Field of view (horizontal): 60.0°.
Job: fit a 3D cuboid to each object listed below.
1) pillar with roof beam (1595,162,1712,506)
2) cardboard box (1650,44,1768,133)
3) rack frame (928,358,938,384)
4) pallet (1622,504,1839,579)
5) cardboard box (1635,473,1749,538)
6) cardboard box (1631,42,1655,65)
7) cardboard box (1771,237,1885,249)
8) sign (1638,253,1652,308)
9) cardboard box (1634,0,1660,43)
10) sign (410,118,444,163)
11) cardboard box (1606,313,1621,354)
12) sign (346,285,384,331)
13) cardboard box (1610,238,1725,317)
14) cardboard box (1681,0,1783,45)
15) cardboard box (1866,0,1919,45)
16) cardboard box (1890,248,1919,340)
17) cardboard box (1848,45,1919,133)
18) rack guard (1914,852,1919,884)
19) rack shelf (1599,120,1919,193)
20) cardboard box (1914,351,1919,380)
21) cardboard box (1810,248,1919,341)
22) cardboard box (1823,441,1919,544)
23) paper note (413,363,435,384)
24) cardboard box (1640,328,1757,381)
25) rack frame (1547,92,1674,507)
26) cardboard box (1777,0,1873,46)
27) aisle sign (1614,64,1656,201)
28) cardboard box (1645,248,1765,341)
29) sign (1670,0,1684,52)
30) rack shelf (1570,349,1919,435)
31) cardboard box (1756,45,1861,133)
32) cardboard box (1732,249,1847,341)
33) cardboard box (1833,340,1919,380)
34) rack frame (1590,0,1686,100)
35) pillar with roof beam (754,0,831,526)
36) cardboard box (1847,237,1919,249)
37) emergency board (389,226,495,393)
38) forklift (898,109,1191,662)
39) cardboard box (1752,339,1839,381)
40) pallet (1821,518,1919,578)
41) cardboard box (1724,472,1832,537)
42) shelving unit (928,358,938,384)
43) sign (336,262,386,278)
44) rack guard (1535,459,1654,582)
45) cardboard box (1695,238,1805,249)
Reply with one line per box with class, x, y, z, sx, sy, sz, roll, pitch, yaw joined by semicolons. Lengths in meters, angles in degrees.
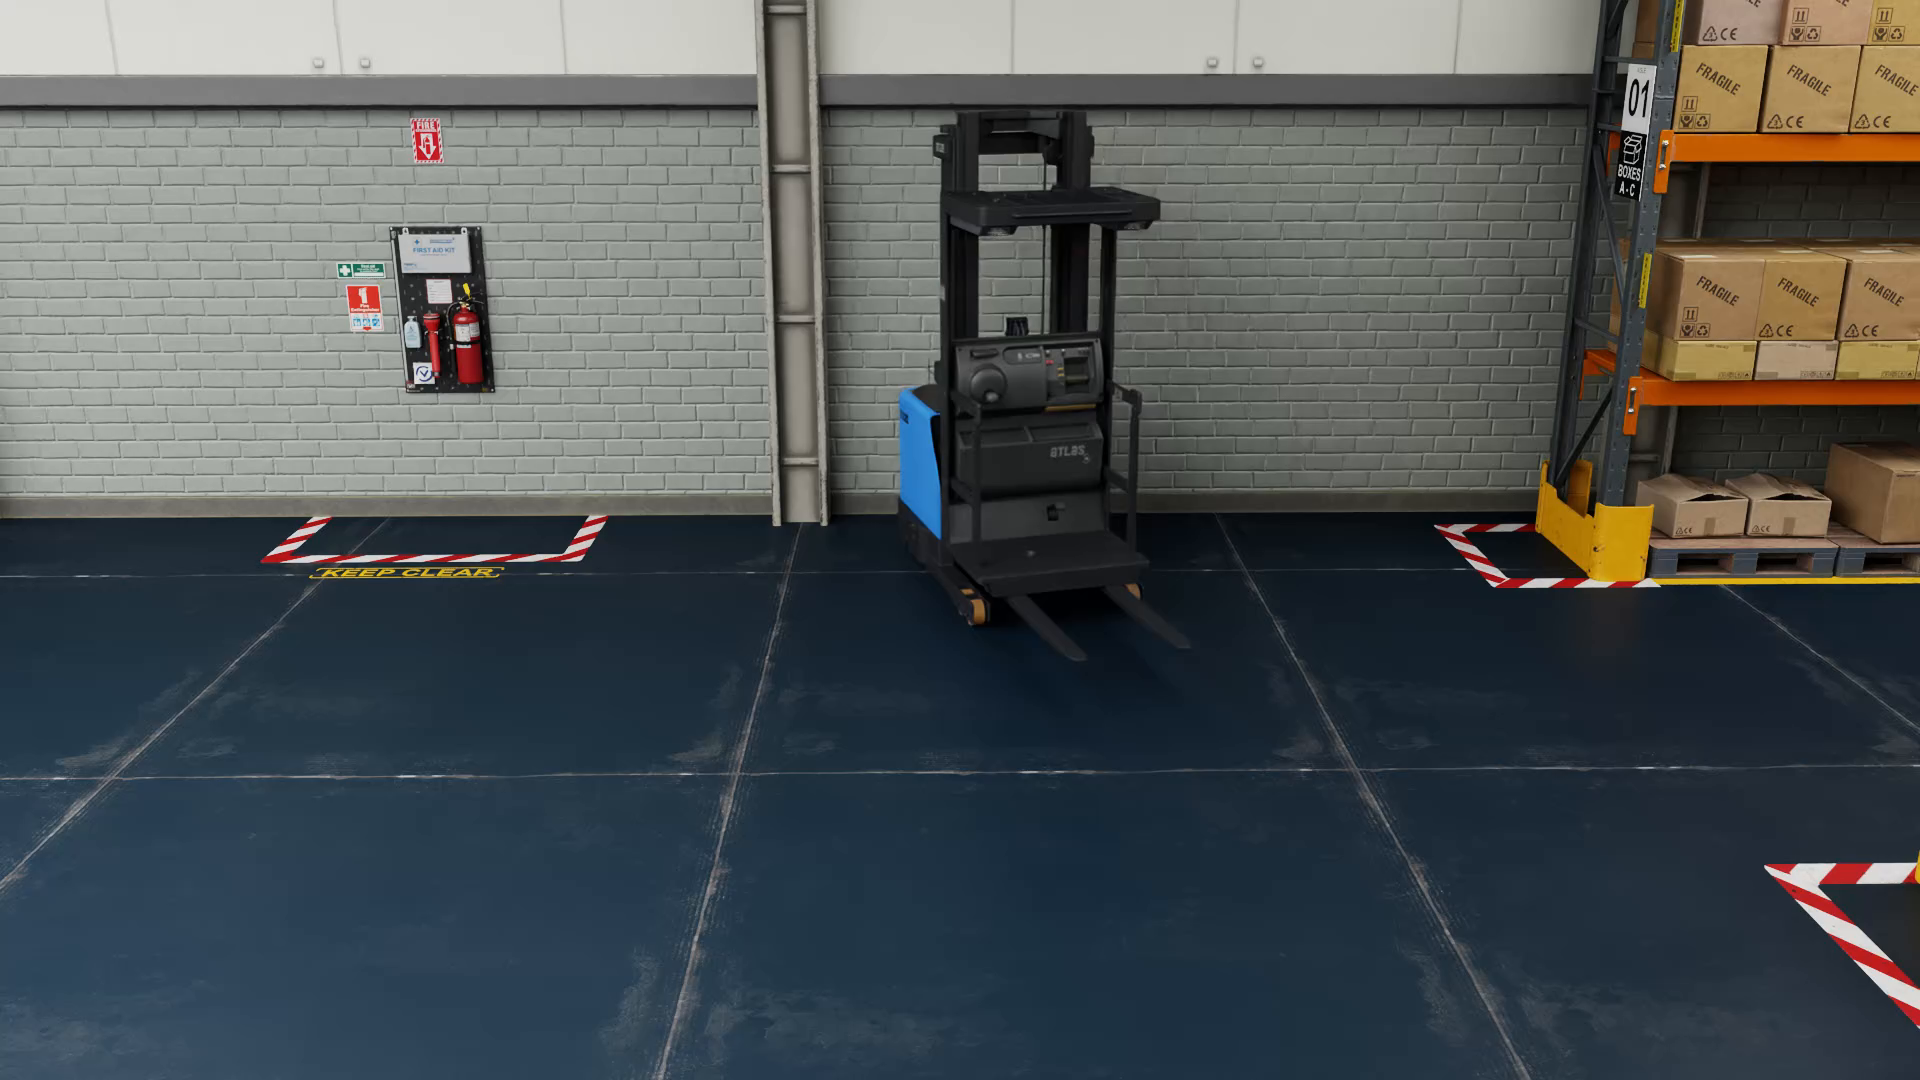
pillar with roof beam;4.929;-3.148;6.629;0.400;9.000;9.100;0;18;-1
cardboard box;4.513;-2.749;10.100;0.500;0.500;0.500;0;18;1
rack frame;-0.186;-0.660;11.638;0.006;1.200;0.240;-5;18;-16
pallet;5.063;-0.004;11.215;1.213;0.211;1.003;0;18;-1
cardboard box;4.868;-0.244;11.078;0.500;0.311;0.500;-2;18;-7
cardboard box;4.588;-2.903;10.580;0.500;0.500;0.500;1;18;3
cardboard box;5.663;-1.704;10.934;0.500;0.500;0.500;-1;18;-2
sign;4.183;-1.585;10.161;0.005;0.325;0.100;0;18;-1
cardboard box;4.601;-3.382;10.436;0.500;0.500;0.500;1;18;2
sign;-3.620;-2.711;11.293;0.199;0.298;0.001;0;18;-1
cardboard box;4.639;-1.338;11.021;0.500;0.250;0.500;0;18;0
sign;-4.165;-1.623;11.637;0.234;0.329;0.001;0;18;-1
cardboard box;4.642;-1.701;10.924;0.500;0.500;0.500;0;18;-1
cardboard box;4.563;-3.228;9.955;0.500;0.500;0.500;-2;18;-5
cardboard box;5.578;-3.221;9.933;0.500;0.500;0.500;0;18;1
cardboard box;6.183;-1.550;10.455;0.500;0.500;0.500;0;18;1
cardboard box;5.569;-2.745;10.086;0.500;0.500;0.500;1;18;2
rack guard;4.232;1.365;6.475;0.348;0.500;1.175;0;18;-1
rack shelf;6.174;-2.434;10.491;4.000;0.370;1.077;0;18;-1
cardboard box;6.201;-1.191;10.563;0.500;0.250;0.500;0;18;0
cardboard box;5.667;-1.544;10.436;0.500;0.500;0.500;-1;18;-3
cardboard box;6.172;-0.325;11.021;0.500;0.500;0.700;-1;18;-4
paper note;-3.788;-1.178;11.750;0.142;0.148;0.016;0;18;-1
cardboard box;4.667;-1.182;10.534;0.500;0.250;0.500;-1;18;-2
rack frame;4.174;-1.339;10.810;0.127;3.000;1.000;0;18;-1
cardboard box;5.066;-3.215;9.914;0.500;0.500;0.500;0;18;-1
aisle sign;4.107;-2.484;10.126;0.004;0.787;0.394;0;18;-1
cardboard box;4.656;-1.544;10.436;0.500;0.500;0.500;0;18;-1
sign;4.183;-3.017;9.701;0.005;0.325;0.100;0;18;-1
rack shelf;6.174;-1.006;10.950;4.000;0.370;1.077;0;18;-1
cardboard box;5.050;-2.741;10.074;0.500;0.500;0.500;1;18;3
cardboard box;5.151;-1.544;10.434;0.500;0.500;0.500;0;18;-1
cardboard box;5.696;-1.190;10.558;0.500;0.250;0.500;-1;18;-2
rack frame;4.174;-4.195;9.893;0.127;3.000;1.000;0;18;-1
pillar with roof beam;-1.071;-3.119;6.538;0.400;9.000;9.100;0;18;-1
cardboard box;6.166;-1.707;10.942;0.500;0.500;0.500;0;18;0
emergency board;-3.610;-1.577;11.553;0.643;1.169;0.194;0;18;-1
forklift;0.490;-1.015;9.913;1.130;2.935;3.031;-5;19;-16
cardboard box;5.186;-1.189;10.556;0.500;0.250;0.500;-1;18;-3
pallet;6.280;-0.009;11.231;1.213;0.211;1.003;0;18;-1
cardboard box;5.438;-0.246;11.086;0.500;0.311;0.500;1;18;4
shelving unit;-0.099;-0.668;11.663;0.189;1.200;0.258;-5;18;-16
sign;-4.160;-1.872;11.548;0.331;0.109;0.001;0;18;-1
rack guard;4.250;-0.149;11.193;0.348;0.500;1.175;0;18;-1
cardboard box;5.146;-1.700;10.923;0.500;0.500;0.500;0;18;0
